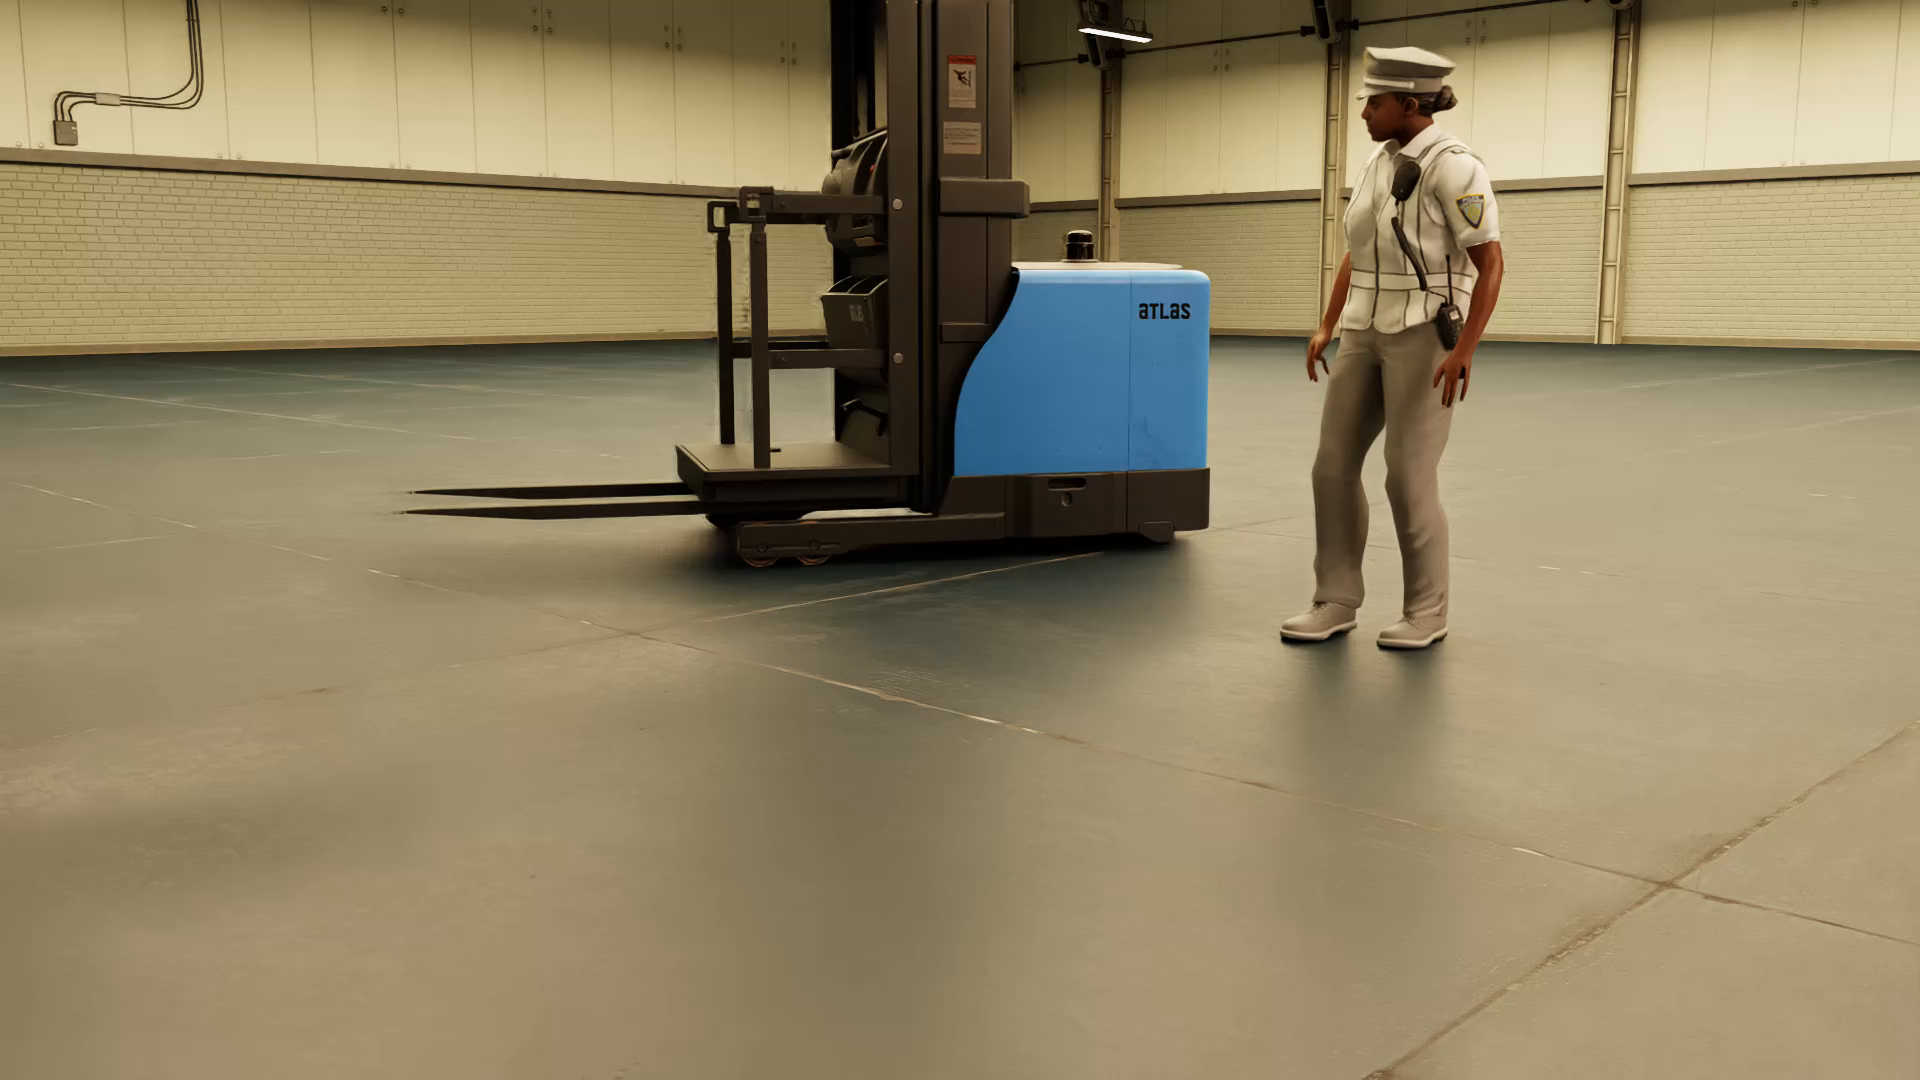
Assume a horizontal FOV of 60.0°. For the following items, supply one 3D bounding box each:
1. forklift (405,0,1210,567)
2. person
[{"bbox_3d":[-0.592,-1.436,6.412,3.031,2.935,1.130,-2,9,-15],"label":"forklift"},{"bbox_3d":[1.198,-0.527,4.675,0.457,1.654,0.627,-6,10,-33],"label":"person"}]
